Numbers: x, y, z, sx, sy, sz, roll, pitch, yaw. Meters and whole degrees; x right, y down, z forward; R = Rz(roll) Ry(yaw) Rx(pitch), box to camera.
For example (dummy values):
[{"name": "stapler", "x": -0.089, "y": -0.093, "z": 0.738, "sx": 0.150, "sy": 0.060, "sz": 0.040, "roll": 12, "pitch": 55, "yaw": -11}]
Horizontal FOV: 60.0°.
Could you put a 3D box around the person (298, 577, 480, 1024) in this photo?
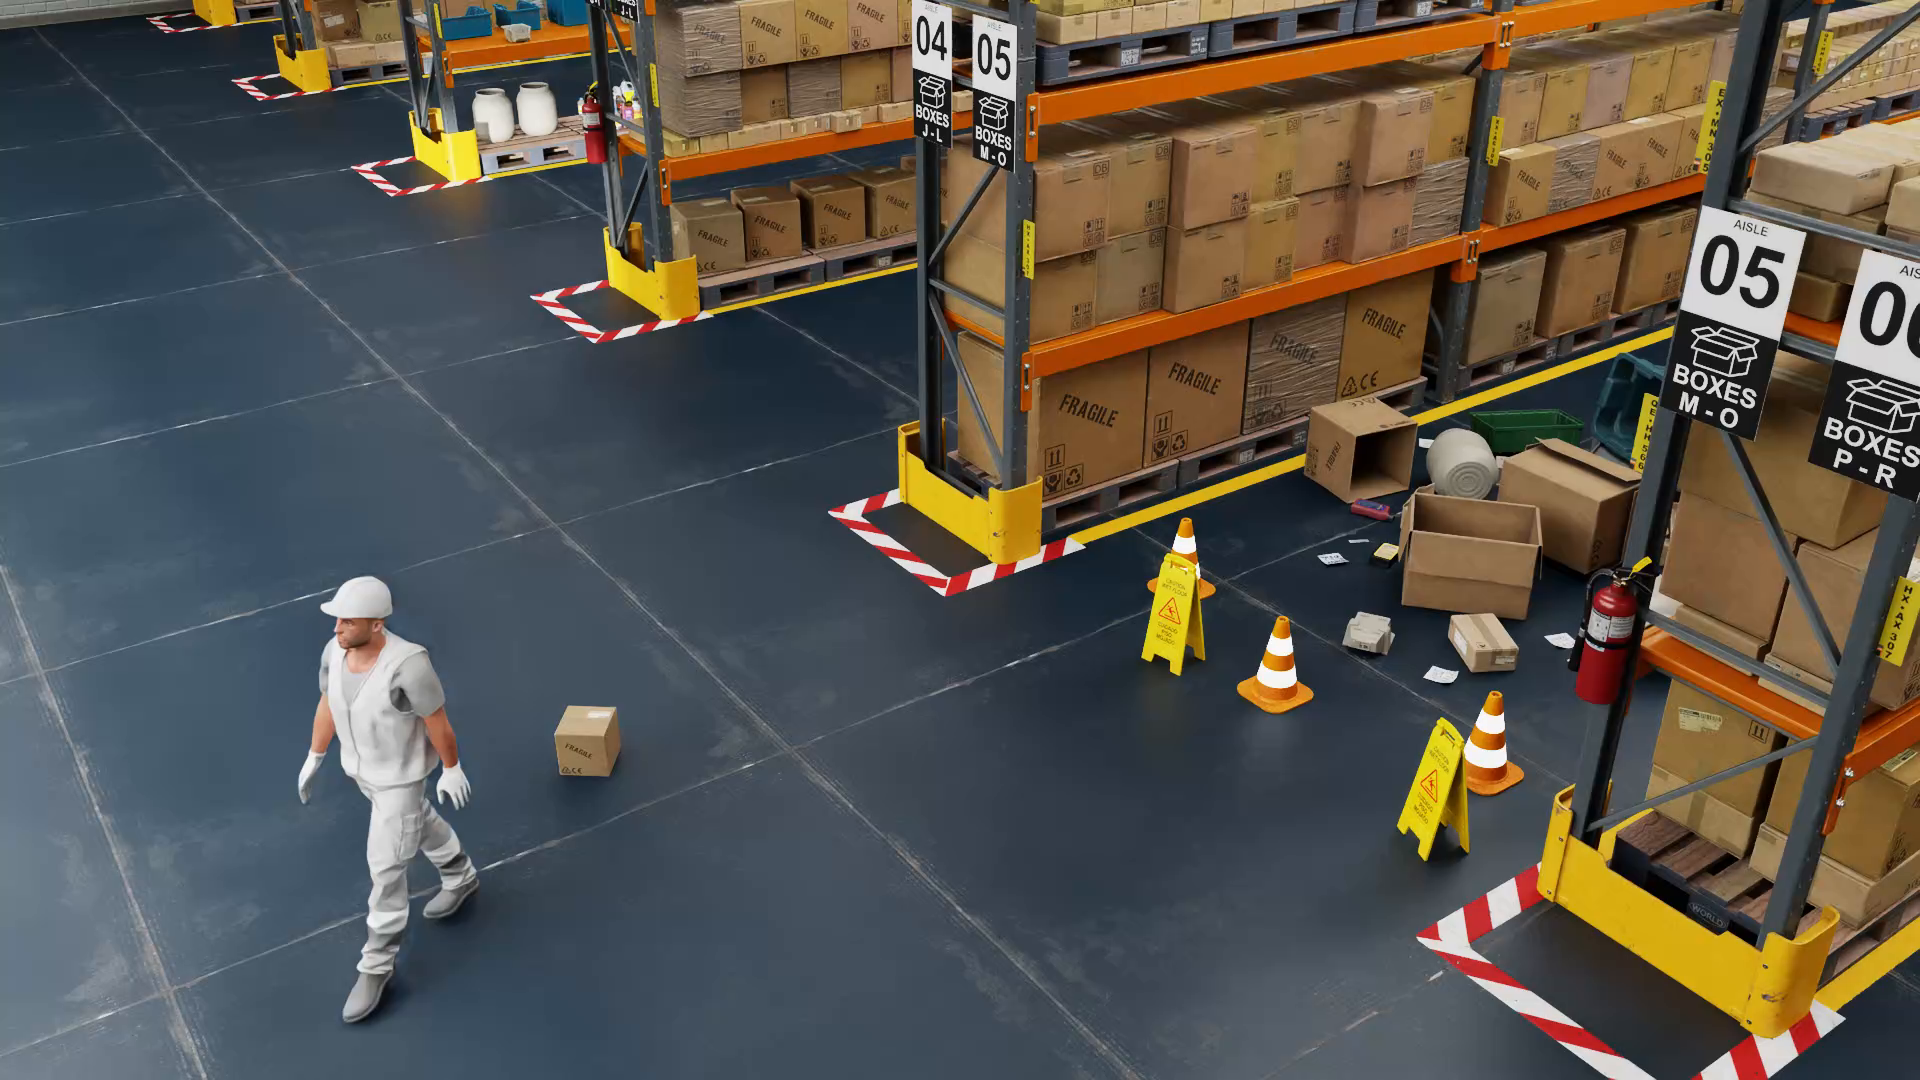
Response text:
[{"name": "person", "x": -2.402, "y": 0.974, "z": 6.760, "sx": 0.608, "sy": 1.768, "sz": 0.888, "roll": 16, "pitch": 32, "yaw": 28}]
